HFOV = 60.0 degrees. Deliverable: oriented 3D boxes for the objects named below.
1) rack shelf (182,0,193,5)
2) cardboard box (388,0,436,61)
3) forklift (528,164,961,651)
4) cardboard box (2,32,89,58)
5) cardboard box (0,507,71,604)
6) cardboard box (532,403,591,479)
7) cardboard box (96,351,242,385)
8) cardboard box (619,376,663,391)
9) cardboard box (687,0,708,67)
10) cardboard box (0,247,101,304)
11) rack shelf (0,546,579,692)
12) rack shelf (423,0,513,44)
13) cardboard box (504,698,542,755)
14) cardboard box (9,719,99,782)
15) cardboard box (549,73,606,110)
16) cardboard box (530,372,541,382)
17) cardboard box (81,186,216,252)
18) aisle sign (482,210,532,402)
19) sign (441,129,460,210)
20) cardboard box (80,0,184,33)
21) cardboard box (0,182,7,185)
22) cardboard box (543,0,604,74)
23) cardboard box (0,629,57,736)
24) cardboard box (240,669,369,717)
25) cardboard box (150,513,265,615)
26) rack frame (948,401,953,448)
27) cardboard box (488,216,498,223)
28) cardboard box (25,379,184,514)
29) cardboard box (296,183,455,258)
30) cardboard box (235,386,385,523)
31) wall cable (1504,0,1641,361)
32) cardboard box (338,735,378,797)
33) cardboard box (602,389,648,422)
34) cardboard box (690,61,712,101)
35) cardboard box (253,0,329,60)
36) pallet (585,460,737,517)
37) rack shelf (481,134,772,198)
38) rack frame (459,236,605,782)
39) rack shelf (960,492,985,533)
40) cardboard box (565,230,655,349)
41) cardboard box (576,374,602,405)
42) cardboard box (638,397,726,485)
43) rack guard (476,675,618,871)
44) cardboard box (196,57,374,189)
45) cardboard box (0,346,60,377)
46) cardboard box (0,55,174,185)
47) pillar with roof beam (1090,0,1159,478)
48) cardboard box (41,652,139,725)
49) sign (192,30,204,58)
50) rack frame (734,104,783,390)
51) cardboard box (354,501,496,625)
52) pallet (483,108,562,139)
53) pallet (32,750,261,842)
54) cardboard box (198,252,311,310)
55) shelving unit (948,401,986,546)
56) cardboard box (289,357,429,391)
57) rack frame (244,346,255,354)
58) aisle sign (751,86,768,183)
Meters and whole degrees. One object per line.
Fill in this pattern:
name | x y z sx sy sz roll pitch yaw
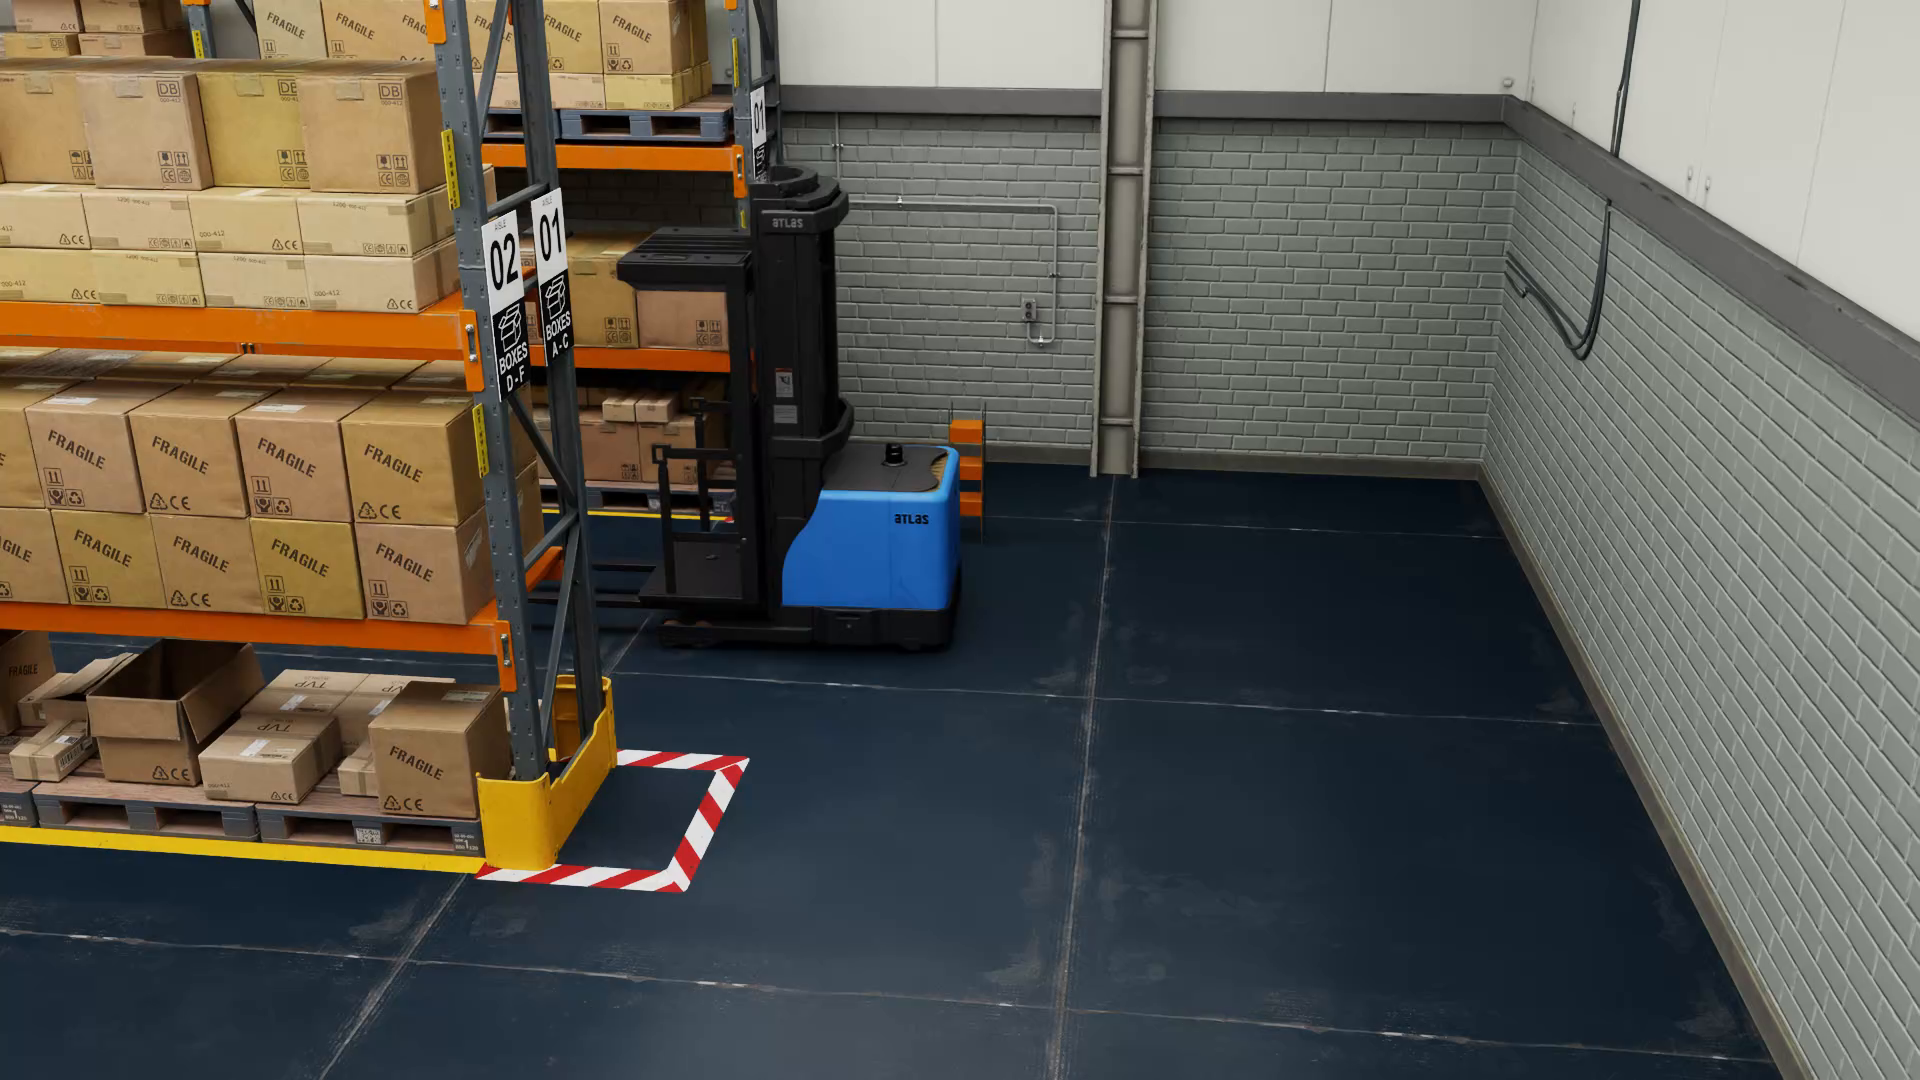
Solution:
rack shelf | -7.449 -4.300 12.600 4.000 0.370 1.077 2 22 6
cardboard box | -3.785 -3.687 12.084 0.500 0.500 0.500 3 22 7
forklift | -1.535 -0.863 10.635 3.031 2.935 1.130 2 22 4
cardboard box | -6.884 -3.669 12.826 0.500 0.500 0.700 2 22 5
cardboard box | -4.562 -0.017 8.267 0.500 0.500 0.500 2 22 6
cardboard box | -3.194 -0.841 13.316 0.500 0.500 0.700 2 22 5
cardboard box | -4.000 -0.654 8.519 0.500 0.500 0.500 2 22 6
cardboard box | -2.553 -1.189 13.313 0.250 0.149 0.380 3 22 6
cardboard box | -2.187 -3.807 12.386 0.500 0.500 0.500 2 22 4
cardboard box | -4.099 -1.284 7.731 0.500 0.250 0.500 2 22 6
rack shelf | -4.056 0.286 8.616 4.000 0.370 1.077 2 22 6
rack shelf | -4.056 -2.503 7.514 4.000 0.370 1.077 2 22 6
cardboard box | -2.445 1.015 9.072 0.250 0.149 0.380 2 22 6
cardboard box | -4.790 1.108 8.812 0.250 0.166 0.380 2 22 6
cardboard box | -2.766 -3.295 12.112 0.500 0.250 0.500 2 22 4
cardboard box | -3.560 -1.232 13.424 0.250 0.149 0.380 2 22 5
cardboard box | -3.603 -1.494 7.583 0.500 0.250 0.500 2 22 6
aisle sign | -2.038 -1.057 7.497 0.004 0.787 0.394 2 22 6
sign | -2.155 -1.567 7.040 0.005 0.325 0.100 2 22 6
cardboard box | -6.321 -4.025 12.707 0.500 0.250 0.500 4 22 10
cardboard box | -4.596 -1.535 7.686 0.500 0.250 0.500 2 22 6
cardboard box | -2.745 -3.645 11.976 0.500 0.500 0.500 3 22 8
cardboard box | -5.443 0.743 9.281 0.500 0.500 0.500 2 22 6
cardboard box | -3.569 0.941 9.121 0.500 0.250 0.500 2 22 6
cardboard box | -3.557 0.026 8.158 0.500 0.500 0.500 3 22 7
rack frame | -0.068 -0.491 12.254 0.008 1.050 0.200 2 22 6
cardboard box | -2.550 -1.403 8.032 0.500 0.250 0.500 2 22 6
cardboard box | -4.071 -0.457 8.021 0.500 0.500 0.500 3 22 8
cardboard box | -2.610 -1.449 7.470 0.500 0.250 0.500 2 22 6
cardboard box | -3.046 -0.414 7.912 0.500 0.500 0.500 3 22 8
wall cable | 4.084 -2.742 11.359 0.112 2.526 3.097 2 22 6
cardboard box | -3.030 1.167 8.665 0.250 0.166 0.380 2 22 6
cardboard box | -2.600 -1.049 12.961 0.250 0.149 0.380 3 22 8
cardboard box | -2.186 -3.459 12.527 0.500 0.250 0.500 4 22 9
cardboard box | -4.788 -3.727 12.184 0.500 0.500 0.500 2 22 6
pallet | -2.294 -0.480 13.368 1.213 0.211 1.003 2 22 6
rack shelf | -3.477 -2.918 12.640 4.000 0.370 1.077 2 22 6
rack frame | -2.070 0.038 8.265 0.127 3.000 1.000 2 22 6
rack shelf | 0.053 -0.218 12.347 0.240 0.259 0.215 2 22 6
cardboard box | -2.722 -1.957 12.901 0.700 0.700 0.980 2 22 6
cardboard box | -3.054 -1.210 13.368 0.250 0.149 0.380 3 22 7
cardboard box | -2.197 -0.798 13.207 0.500 0.500 0.700 2 22 6
rack guard | -2.145 1.197 8.733 0.348 0.500 1.175 2 22 6
cardboard box | -3.068 -1.938 7.685 0.500 0.500 0.700 2 22 6
cardboard box | -5.000 -0.699 8.631 0.500 0.500 0.500 2 22 5
cardboard box | -4.063 -1.976 7.782 0.500 0.500 0.700 2 22 6
pillar with roof beam | 0.786 -3.188 8.265 0.400 9.000 9.100 2 22 6
cardboard box | -4.698 0.864 9.234 0.500 0.311 0.500 2 22 6
sign | -5.517 -3.528 12.071 0.005 0.325 0.100 2 22 6
rack frame | -1.490 -1.771 12.840 0.127 3.000 1.000 2 22 6
cardboard box | -2.546 0.071 8.044 0.500 0.500 0.500 3 22 8
pallet | -3.443 -3.205 12.508 1.213 0.211 1.003 2 22 6
pallet | -4.145 1.243 9.008 1.213 0.211 1.003 2 22 6
cardboard box | -3.106 -1.239 7.619 0.500 0.250 0.500 2 22 6
shelving unit | 0.053 -0.486 12.241 0.252 1.050 0.215 2 22 6
cardboard box | -2.999 -0.609 8.405 0.500 0.500 0.500 3 22 7
rack frame | -5.463 -1.944 13.278 0.127 3.000 1.000 2 22 6
aisle sign | -1.454 -2.868 12.077 0.004 0.787 0.394 2 22 6
